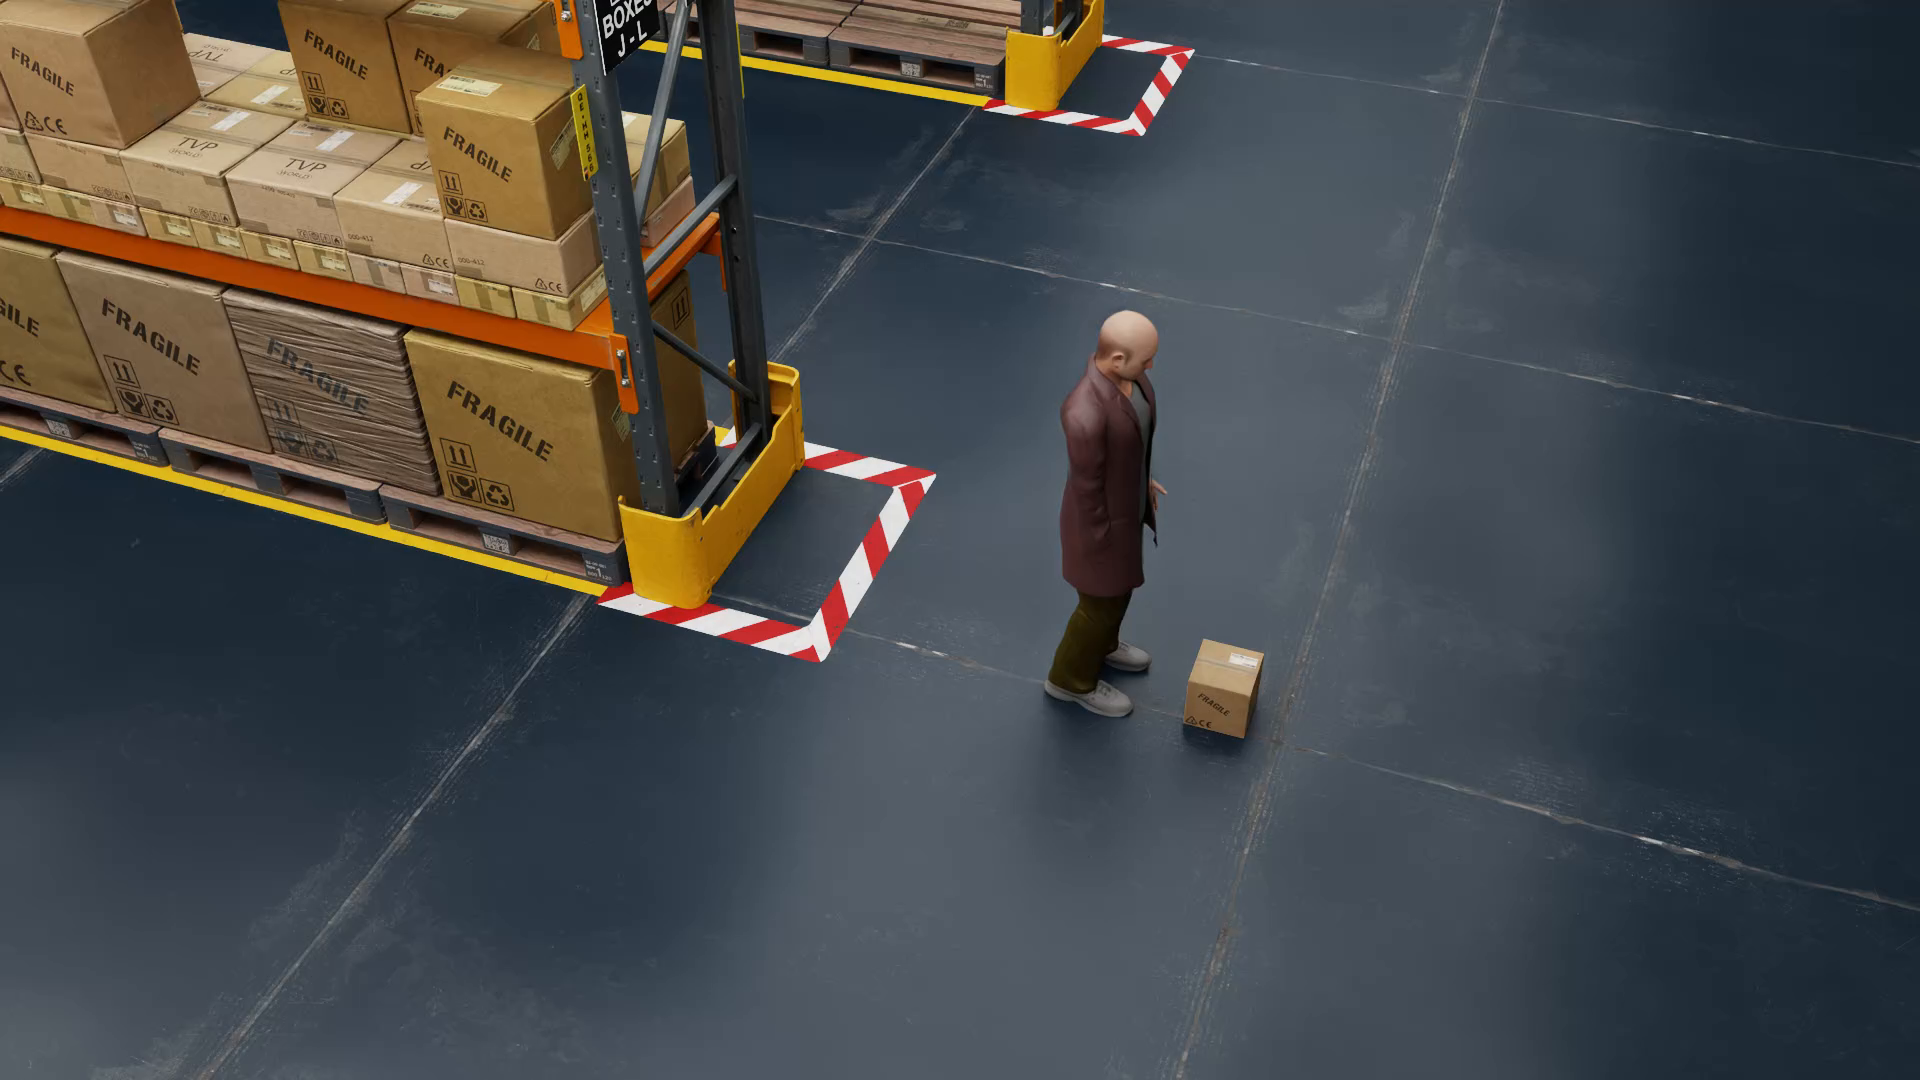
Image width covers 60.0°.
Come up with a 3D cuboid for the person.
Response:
[{"bbox_3d":[0.581,-0.056,6.354,0.379,1.639,0.565,14,43,16],"label":"person"}]
